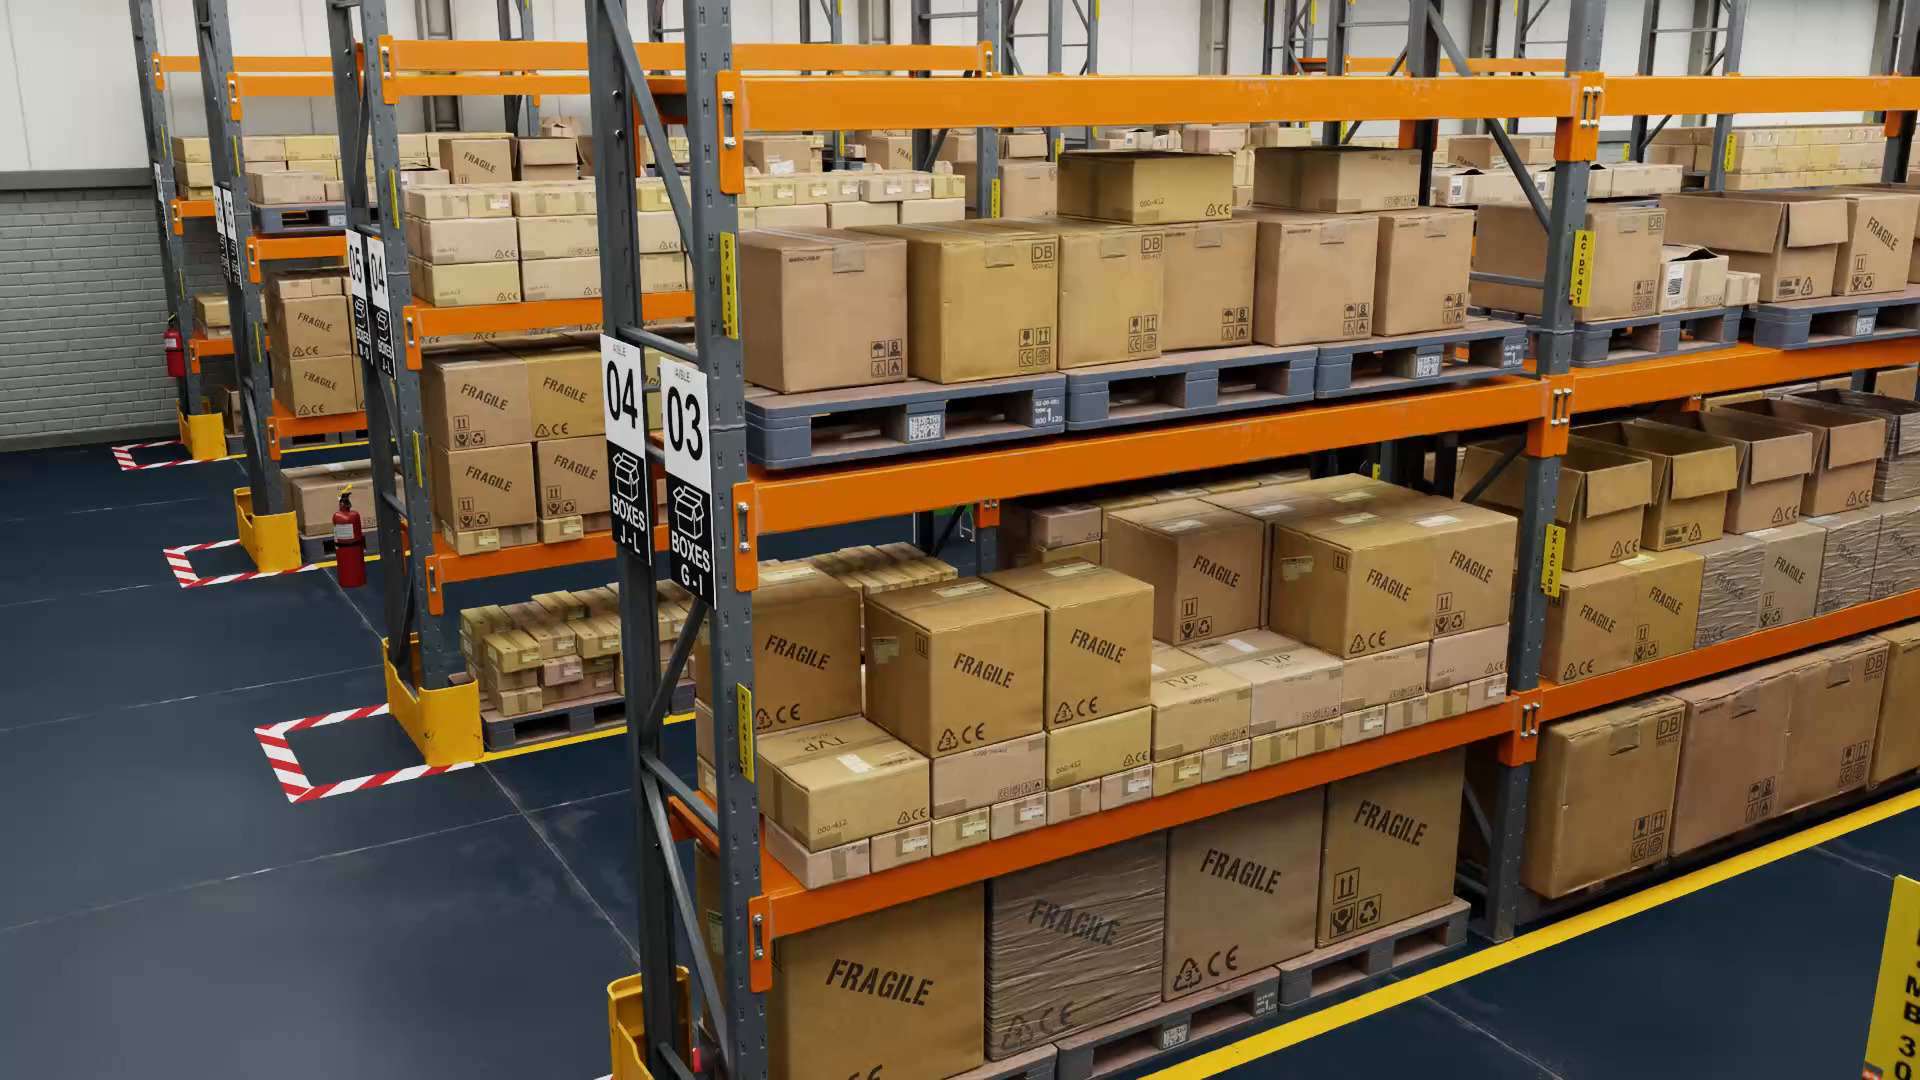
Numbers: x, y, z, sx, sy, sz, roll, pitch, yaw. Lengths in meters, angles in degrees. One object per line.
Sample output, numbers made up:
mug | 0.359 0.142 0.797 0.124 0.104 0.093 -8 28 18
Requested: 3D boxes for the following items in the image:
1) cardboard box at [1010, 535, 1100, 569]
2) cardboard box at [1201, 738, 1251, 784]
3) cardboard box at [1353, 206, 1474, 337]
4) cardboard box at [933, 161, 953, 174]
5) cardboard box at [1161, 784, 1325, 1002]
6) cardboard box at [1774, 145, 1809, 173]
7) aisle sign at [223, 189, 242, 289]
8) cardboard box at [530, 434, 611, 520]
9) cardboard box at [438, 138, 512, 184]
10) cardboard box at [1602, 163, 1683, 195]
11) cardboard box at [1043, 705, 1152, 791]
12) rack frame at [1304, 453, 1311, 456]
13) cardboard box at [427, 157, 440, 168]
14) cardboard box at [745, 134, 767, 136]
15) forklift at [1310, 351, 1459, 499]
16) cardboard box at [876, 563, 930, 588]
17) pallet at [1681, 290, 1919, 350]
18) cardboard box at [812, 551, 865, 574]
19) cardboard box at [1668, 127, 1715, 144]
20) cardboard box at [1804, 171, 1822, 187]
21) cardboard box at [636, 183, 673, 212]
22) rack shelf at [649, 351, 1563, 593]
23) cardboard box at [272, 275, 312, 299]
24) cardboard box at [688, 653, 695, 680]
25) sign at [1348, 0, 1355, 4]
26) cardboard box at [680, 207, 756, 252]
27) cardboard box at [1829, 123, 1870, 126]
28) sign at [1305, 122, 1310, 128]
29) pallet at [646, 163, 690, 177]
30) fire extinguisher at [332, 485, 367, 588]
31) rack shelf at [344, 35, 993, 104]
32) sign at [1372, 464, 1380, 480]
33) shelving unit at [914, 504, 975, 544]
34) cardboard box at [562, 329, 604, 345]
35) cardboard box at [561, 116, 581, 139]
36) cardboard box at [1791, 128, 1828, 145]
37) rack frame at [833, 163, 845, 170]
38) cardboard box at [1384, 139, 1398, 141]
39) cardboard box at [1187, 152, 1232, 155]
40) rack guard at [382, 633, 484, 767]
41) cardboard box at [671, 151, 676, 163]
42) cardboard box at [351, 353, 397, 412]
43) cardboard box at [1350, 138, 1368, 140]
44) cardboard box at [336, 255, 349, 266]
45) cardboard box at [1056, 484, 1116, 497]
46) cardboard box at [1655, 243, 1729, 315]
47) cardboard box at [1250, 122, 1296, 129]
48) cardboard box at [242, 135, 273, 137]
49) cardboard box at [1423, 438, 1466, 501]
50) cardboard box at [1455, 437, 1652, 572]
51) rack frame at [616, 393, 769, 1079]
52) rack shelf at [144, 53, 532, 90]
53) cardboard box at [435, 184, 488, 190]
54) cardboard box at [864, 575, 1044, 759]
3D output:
cardboard box | 0.726 0.220 12.762 0.500 0.500 0.500 -8 18 -28
cardboard box | 1.011 0.874 7.039 0.250 0.149 0.380 -9 18 -29
cardboard box | 1.784 -1.199 7.263 0.500 0.500 0.700 -10 19 -33
cardboard box | -0.252 -3.737 16.937 0.258 0.266 0.396 -10 18 -31
cardboard box | 1.045 1.441 7.712 0.875 0.875 0.875 -9 18 -30
cardboard box | 7.808 -3.692 16.068 0.500 0.250 0.500 -9 18 -30
aisle sign | -6.021 -2.490 13.759 0.004 0.787 0.394 -9 18 -30
cardboard box | -2.500 -0.454 10.577 0.500 0.500 0.500 -9 18 -30
cardboard box | -4.304 -3.304 14.773 0.500 0.500 0.500 -9 18 -29
cardboard box | 6.290 -3.340 15.363 0.500 0.250 0.500 -9 18 -29
cardboard box | 0.420 0.759 6.711 0.500 0.250 0.500 -10 18 -32
rack frame | 3.385 -1.296 14.317 0.127 3.000 1.000 -9 18 -30
cardboard box | -5.964 -4.335 19.327 0.500 0.250 0.500 -10 18 -32
cardboard box | -2.712 -5.232 21.790 0.250 0.149 0.380 -9 18 -30
forklift | 3.159 -0.354 11.082 3.031 2.935 1.130 -5 16 -16
cardboard box | -0.414 0.298 12.030 0.250 0.149 0.380 -9 18 -29
pallet | 4.371 -1.230 8.874 1.213 0.211 1.003 -8 18 -27
cardboard box | -0.904 0.215 12.328 0.250 0.149 0.380 -9 18 -30
cardboard box | 7.179 -3.970 16.321 0.250 0.149 0.380 -9 18 -30
cardboard box | 8.172 -3.540 16.265 0.250 0.149 0.380 -10 18 -31
cardboard box | -1.930 -2.142 10.390 0.250 0.149 0.380 -9 18 -28
rack shelf | 0.709 -0.399 6.890 4.000 0.370 1.077 -9 18 -30
cardboard box | -5.662 -2.143 14.097 0.250 0.149 0.380 -9 18 -29
cardboard box | -1.764 0.814 11.293 0.250 0.149 0.380 -10 19 -32
sign | 4.468 -6.271 18.924 0.005 0.325 0.100 -9 18 -30
cardboard box | -1.644 -2.009 10.653 0.500 0.250 0.500 -10 19 -32
cardboard box | 9.358 -4.323 17.582 0.250 0.149 0.380 -9 18 -30
sign | 5.314 -6.393 25.446 0.005 0.325 0.100 -9 18 -30
pallet | -3.757 -4.592 20.867 1.003 0.211 1.213 -9 18 -30
fire extinguisher | -3.927 -0.039 10.667 0.183 0.674 0.296 -9 18 -30
rack shelf | -1.759 -3.003 10.629 4.000 0.370 1.077 -9 18 -30
sign | 2.136 -0.222 8.487 0.005 0.325 0.100 -9 18 -30
shelving unit | -0.142 -0.555 15.006 0.503 1.200 0.258 -9 18 -30
cardboard box | -2.333 -1.123 11.110 0.500 0.500 0.500 -8 18 -27
cardboard box | -4.803 -5.039 20.294 0.258 0.266 0.396 -9 18 -30
cardboard box | 8.173 -3.924 16.159 0.250 0.149 0.380 -9 18 -29
rack frame | -1.811 -3.575 22.447 0.127 3.000 1.000 -9 18 -30
cardboard box | 5.293 -4.767 20.129 0.250 0.149 0.380 -9 18 -30
cardboard box | 2.877 -4.303 18.987 0.500 0.250 0.500 -9 18 -29
rack guard | -3.408 1.009 10.725 0.348 0.500 1.175 -9 18 -30
cardboard box | -3.682 -4.718 20.470 0.250 0.149 0.380 -9 18 -28
cardboard box | -5.130 -1.441 14.647 0.500 0.500 0.500 -10 18 -31
cardboard box | 4.789 -4.855 20.442 0.250 0.149 0.380 -9 18 -28
cardboard box | -6.855 -3.105 19.106 0.500 0.500 0.500 -9 18 -28
cardboard box | 0.912 -0.330 13.335 0.500 0.250 0.500 -8 18 -27
cardboard box | 3.410 -1.314 8.210 0.500 0.311 0.500 -10 18 -32
cardboard box | 4.793 -6.312 25.505 0.500 0.500 0.500 -9 18 -28
cardboard box | -7.985 -4.418 18.696 0.500 0.250 0.500 -10 18 -31
cardboard box | 3.953 -0.479 14.792 0.750 0.750 1.050 -9 18 -30
cardboard box | 2.967 -0.200 8.364 0.637 0.503 0.797 -10 18 -31
rack frame | -1.005 0.977 6.206 0.127 3.000 1.000 -9 18 -30
rack shelf | -6.954 -5.282 18.760 4.000 0.370 1.077 -9 18 -30
cardboard box | -3.089 -2.120 10.310 0.250 0.149 0.380 -9 18 -29
cardboard box | -0.026 0.472 6.348 0.500 0.500 0.500 -10 18 -31
